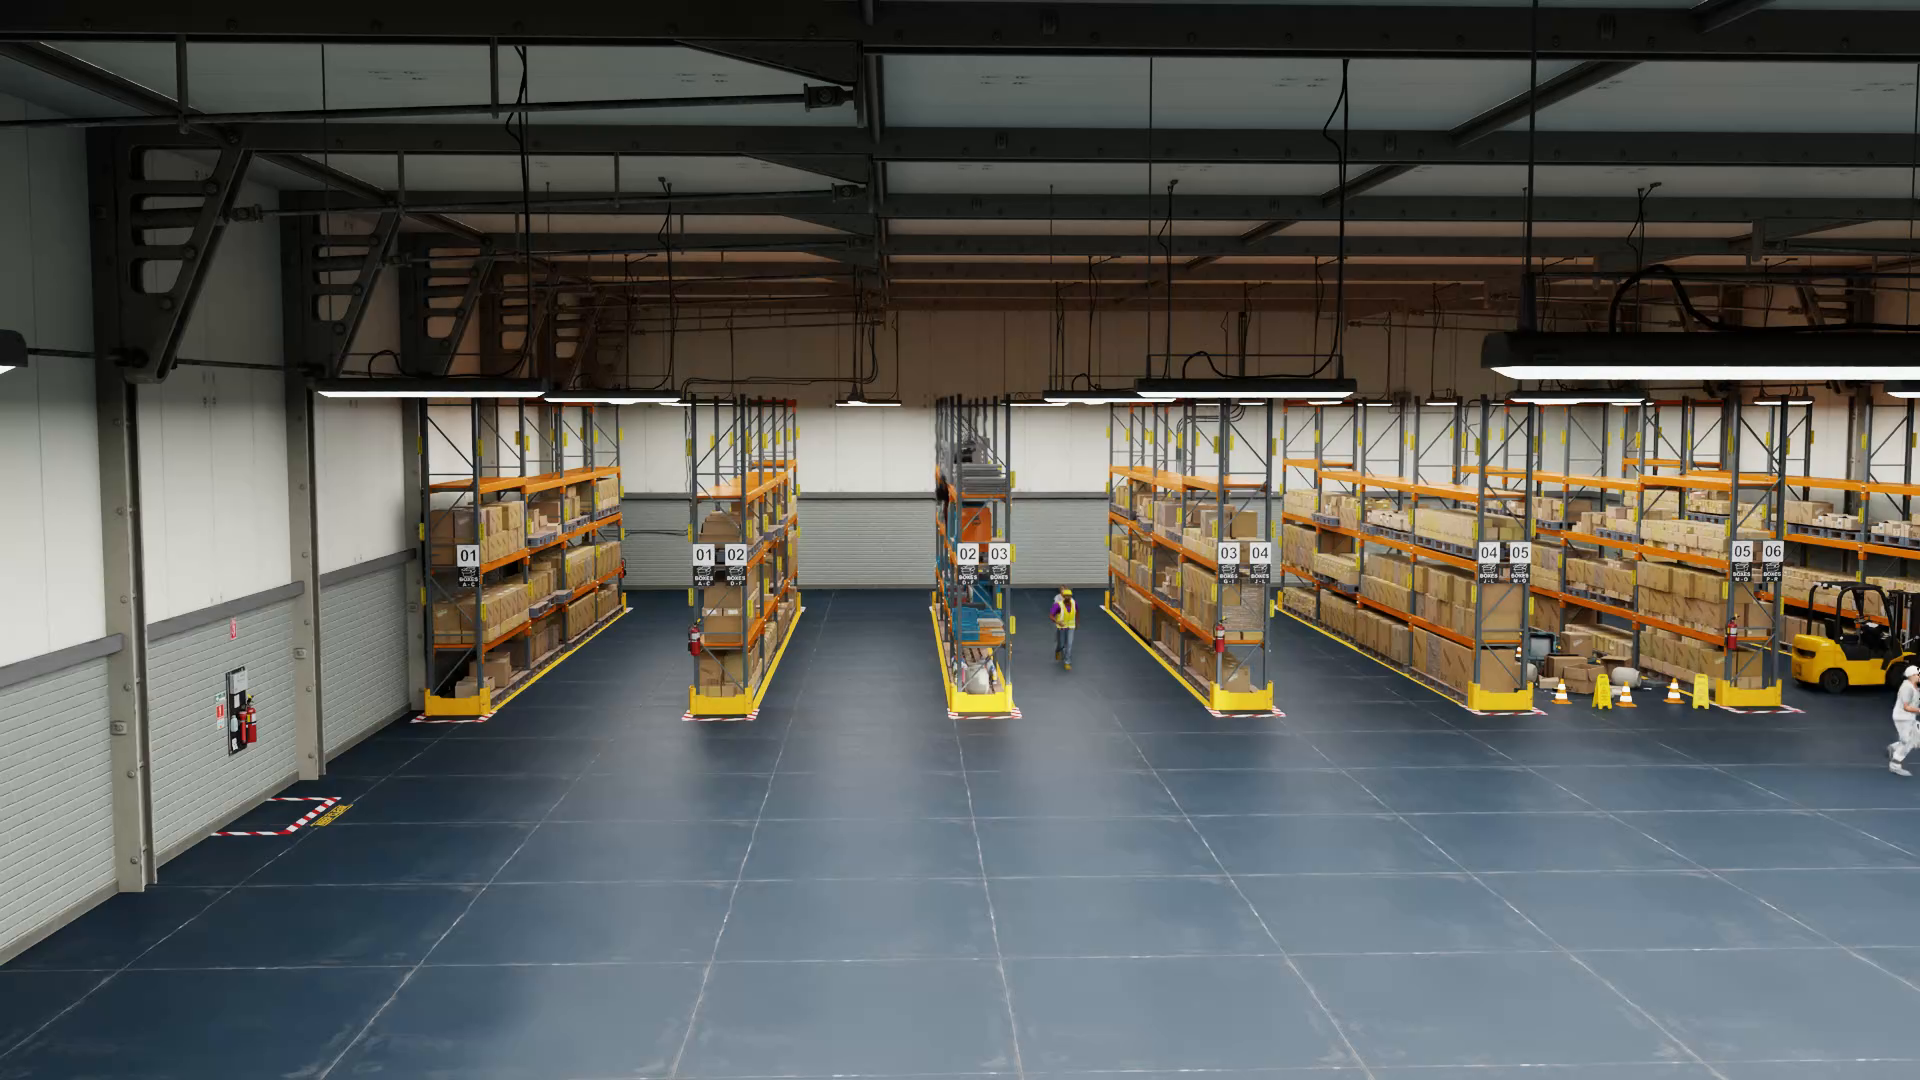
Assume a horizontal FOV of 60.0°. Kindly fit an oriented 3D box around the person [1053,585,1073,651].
[{"bbox_3d":[2.424,1.847,39.082,0.548,1.628,0.850,-1,5,-6],"label":"person"}]

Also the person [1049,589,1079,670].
[{"bbox_3d":[2.327,1.954,36.827,0.726,1.755,0.964,-1,5,-15],"label":"person"}]

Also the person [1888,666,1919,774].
[{"bbox_3d":[14.873,2.819,25.954,0.622,1.726,0.709,4,6,41],"label":"person"}]
